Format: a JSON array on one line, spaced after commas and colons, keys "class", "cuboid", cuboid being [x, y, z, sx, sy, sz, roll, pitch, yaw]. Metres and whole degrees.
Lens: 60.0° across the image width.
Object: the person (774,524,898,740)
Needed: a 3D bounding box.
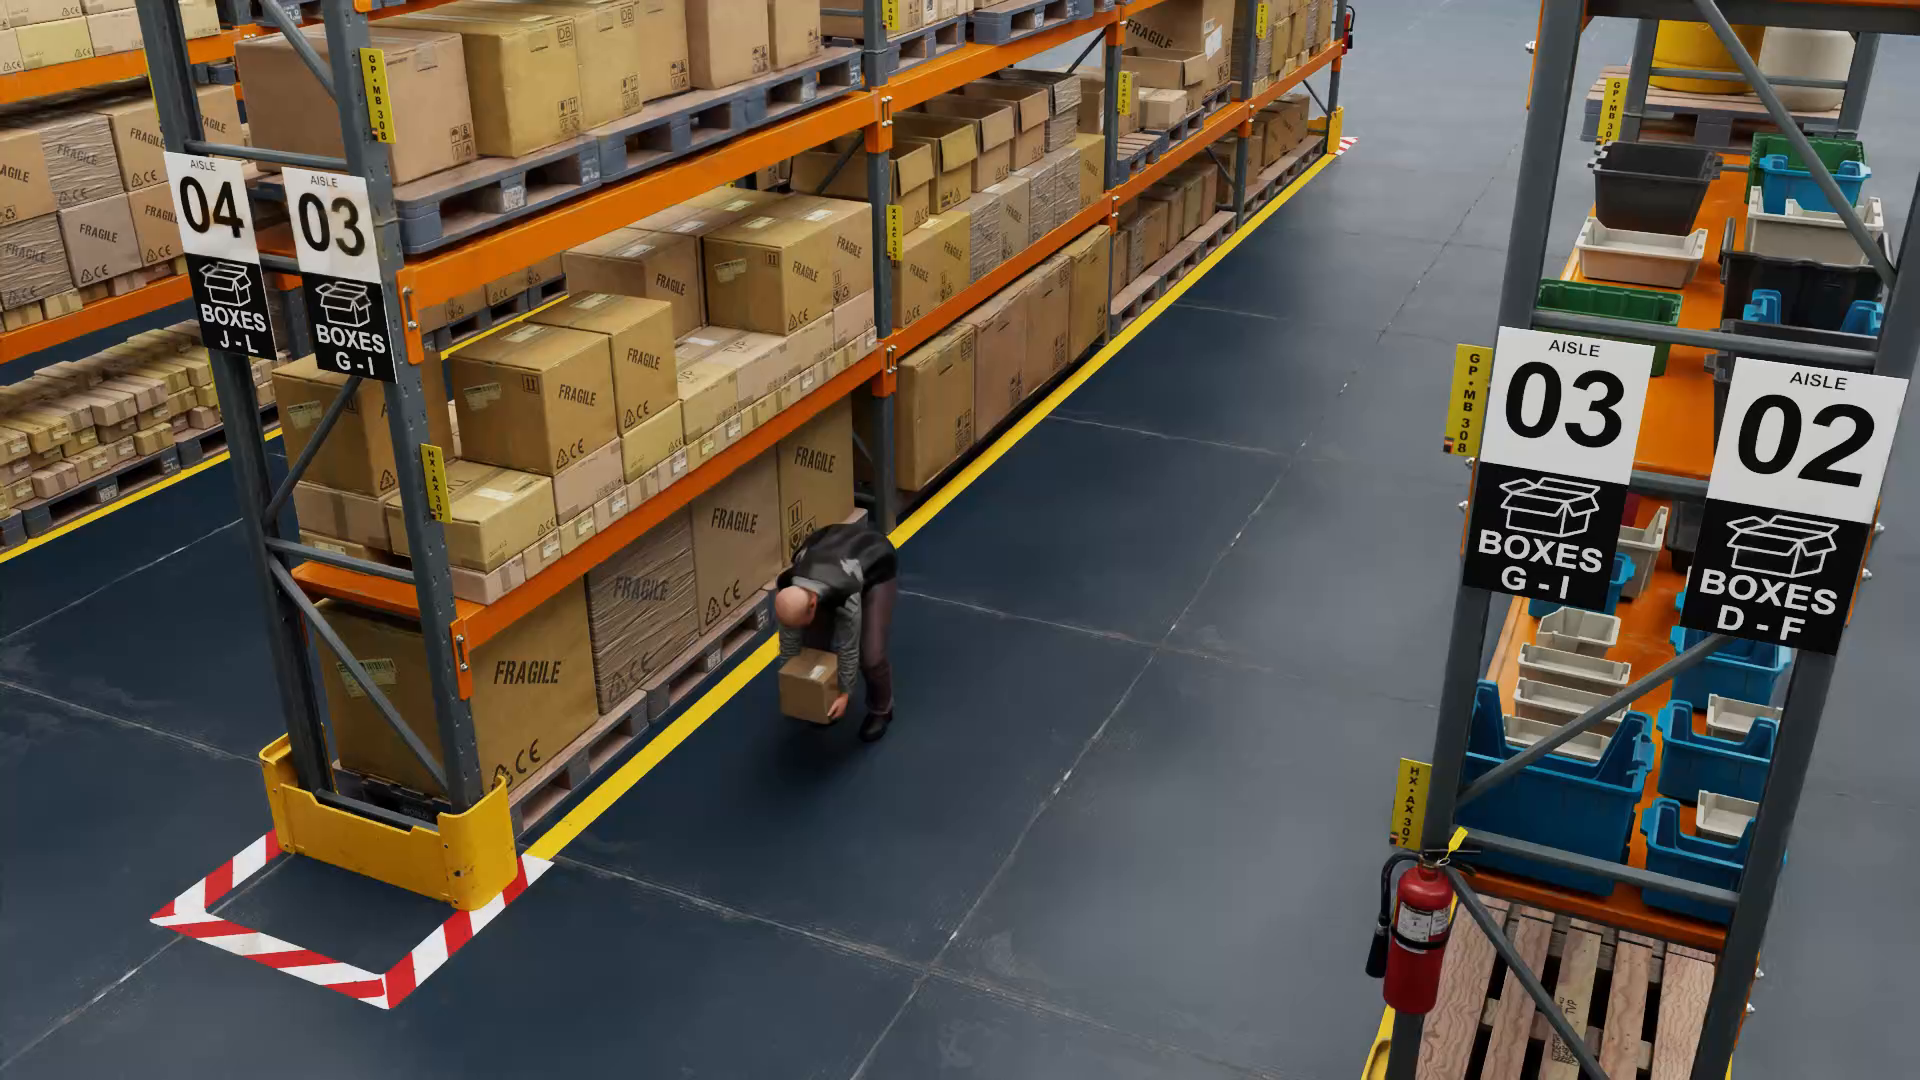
[{"class": "person", "cuboid": [-0.638, 0.529, 8.240, 0.468, 1.123, 0.959, 10, 28, 20]}]
